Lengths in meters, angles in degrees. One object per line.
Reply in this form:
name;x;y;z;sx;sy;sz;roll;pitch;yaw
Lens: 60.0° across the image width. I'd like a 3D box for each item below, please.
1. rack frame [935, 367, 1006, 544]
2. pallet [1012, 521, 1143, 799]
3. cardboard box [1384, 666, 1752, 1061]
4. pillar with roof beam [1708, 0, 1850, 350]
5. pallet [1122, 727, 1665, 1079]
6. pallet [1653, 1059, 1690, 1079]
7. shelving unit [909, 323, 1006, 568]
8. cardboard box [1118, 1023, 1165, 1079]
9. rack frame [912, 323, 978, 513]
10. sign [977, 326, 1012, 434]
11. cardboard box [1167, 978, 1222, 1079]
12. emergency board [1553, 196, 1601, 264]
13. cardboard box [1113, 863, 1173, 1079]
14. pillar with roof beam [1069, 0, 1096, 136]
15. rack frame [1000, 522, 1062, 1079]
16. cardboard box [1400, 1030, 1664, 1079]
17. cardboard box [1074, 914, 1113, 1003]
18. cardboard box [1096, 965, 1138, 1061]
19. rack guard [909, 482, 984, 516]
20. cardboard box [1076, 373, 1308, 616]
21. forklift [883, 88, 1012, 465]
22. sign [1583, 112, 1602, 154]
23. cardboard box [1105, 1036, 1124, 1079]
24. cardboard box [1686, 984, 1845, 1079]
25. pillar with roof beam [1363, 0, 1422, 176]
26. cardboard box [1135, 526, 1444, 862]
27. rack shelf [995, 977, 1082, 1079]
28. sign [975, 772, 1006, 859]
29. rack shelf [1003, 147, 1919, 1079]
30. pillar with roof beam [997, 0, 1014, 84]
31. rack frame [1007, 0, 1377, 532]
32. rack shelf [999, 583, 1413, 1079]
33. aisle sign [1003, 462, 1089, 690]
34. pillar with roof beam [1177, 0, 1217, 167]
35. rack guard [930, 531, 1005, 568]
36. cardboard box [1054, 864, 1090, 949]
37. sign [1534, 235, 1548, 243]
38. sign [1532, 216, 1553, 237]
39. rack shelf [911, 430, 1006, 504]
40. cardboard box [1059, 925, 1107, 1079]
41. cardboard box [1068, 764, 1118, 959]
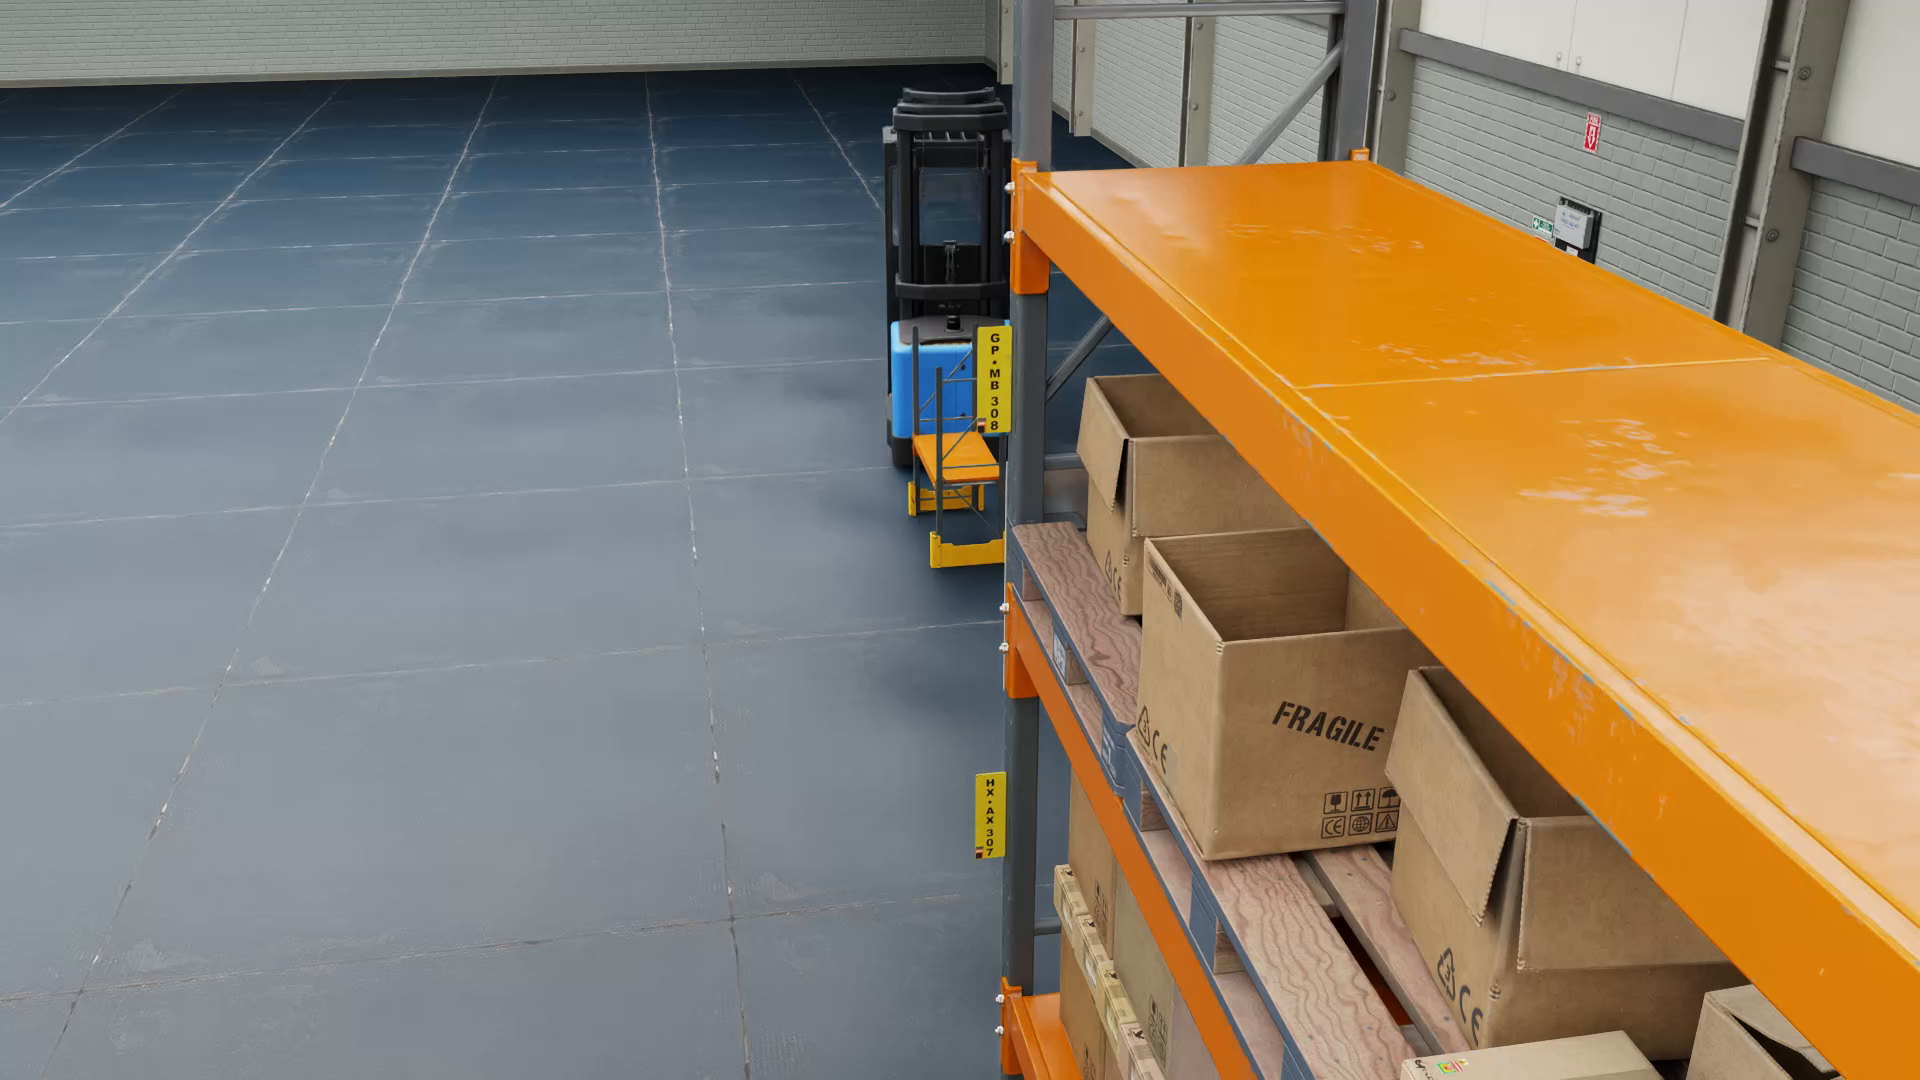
rack frame;0.078;-0.521;11.811;0.500;1.500;0.032;-4;24;-10
pallet;0.753;0.250;4.535;1.003;0.211;1.213;-4;24;-10
cardboard box;1.206;0.542;2.928;0.797;0.503;0.637;-2;24;-4
pillar with roof beam;1.154;-3.643;9.591;9.100;9.000;0.400;-4;24;-10
pallet;0.982;0.731;3.434;1.003;0.211;1.213;-4;24;-10
pallet;1.204;1.210;2.338;1.003;0.211;1.213;-4;24;-10
shelving unit;-0.014;-0.717;12.261;0.587;1.500;1.083;-4;24;-10
cardboard box;0.649;1.432;4.530;0.380;0.149;0.250;-5;24;-11
rack frame;-0.110;-0.921;12.727;0.500;1.500;0.032;-4;24;-10
sign;0.101;-0.469;4.879;0.100;0.325;0.005;-4;24;-10
cardboard box;0.927;1.274;4.083;0.700;0.500;0.500;-4;24;-10
emergency board;4.965;-2.188;13.754;0.194;1.169;0.643;-4;24;-10
cardboard box;0.833;1.075;4.536;0.700;0.500;0.500;-5;24;-11
pillar with roof beam;-2.174;-10.724;25.802;9.100;9.000;0.400;-4;24;-10
rack frame;0.647;1.304;5.759;1.000;3.000;0.127;-4;24;-10
cardboard box;0.895;0.907;2.535;0.380;0.149;0.250;-4;24;-10
cardboard box;0.560;1.235;4.982;0.380;0.149;0.250;-5;24;-11
cardboard box;0.604;1.333;4.757;0.380;0.149;0.250;-4;24;-10
rack guard;-0.106;-0.340;12.960;0.587;0.250;0.087;-4;24;-10
cardboard box;0.749;-0.148;4.508;0.797;0.503;0.637;-3;24;-6
forklift;-0.111;-2.505;14.567;1.130;2.935;3.031;-1;24;-3
sign;5.062;-3.261;13.314;0.001;0.298;0.199;-4;24;-10
cardboard box;0.823;1.649;4.844;0.700;0.500;0.500;-4;24;-8
cardboard box;1.453;0.857;2.447;0.500;0.311;0.500;-6;24;-13
pillar with roof beam;0.045;-6.003;14.995;9.100;9.000;0.400;-4;24;-10
cardboard box;0.686;0.300;3.485;0.500;0.500;0.500;-4;24;-10
rack shelf;1.017;2.420;4.102;1.077;0.370;4.000;-4;24;-10
sign;0.101;0.910;5.481;0.100;0.325;0.005;-4;24;-10
rack shelf;1.017;-0.146;2.981;1.077;0.370;4.000;-4;24;-10
pillar with roof beam;-3.284;-13.084;31.206;9.100;9.000;0.400;-4;24;-10
rack frame;0.647;-1.445;4.558;1.000;3.000;0.127;-4;24;-10
rack shelf;1.017;1.046;3.502;1.077;0.370;4.000;-4;24;-10
aisle sign;0.334;0.109;5.246;0.394;0.787;0.004;-4;24;-10
pillar with roof beam;-1.065;-8.363;20.399;9.100;9.000;0.400;-4;24;-10
rack guard;0.078;0.051;12.063;0.587;0.250;0.087;-4;24;-10
cardboard box;0.508;1.131;5.219;0.380;0.149;0.250;-4;24;-10
sign;4.965;-2.429;14.262;0.001;0.329;0.234;-4;24;-10
sign;4.957;-2.670;14.150;0.001;0.109;0.331;-4;24;-10
rack shelf;-0.016;-0.556;12.341;0.538;0.185;1.000;-4;24;-10
cardboard box;0.721;1.443;5.317;0.700;0.500;0.500;-4;24;-10
cardboard box;0.731;0.869;5.009;0.700;0.500;0.500;-4;24;-10
